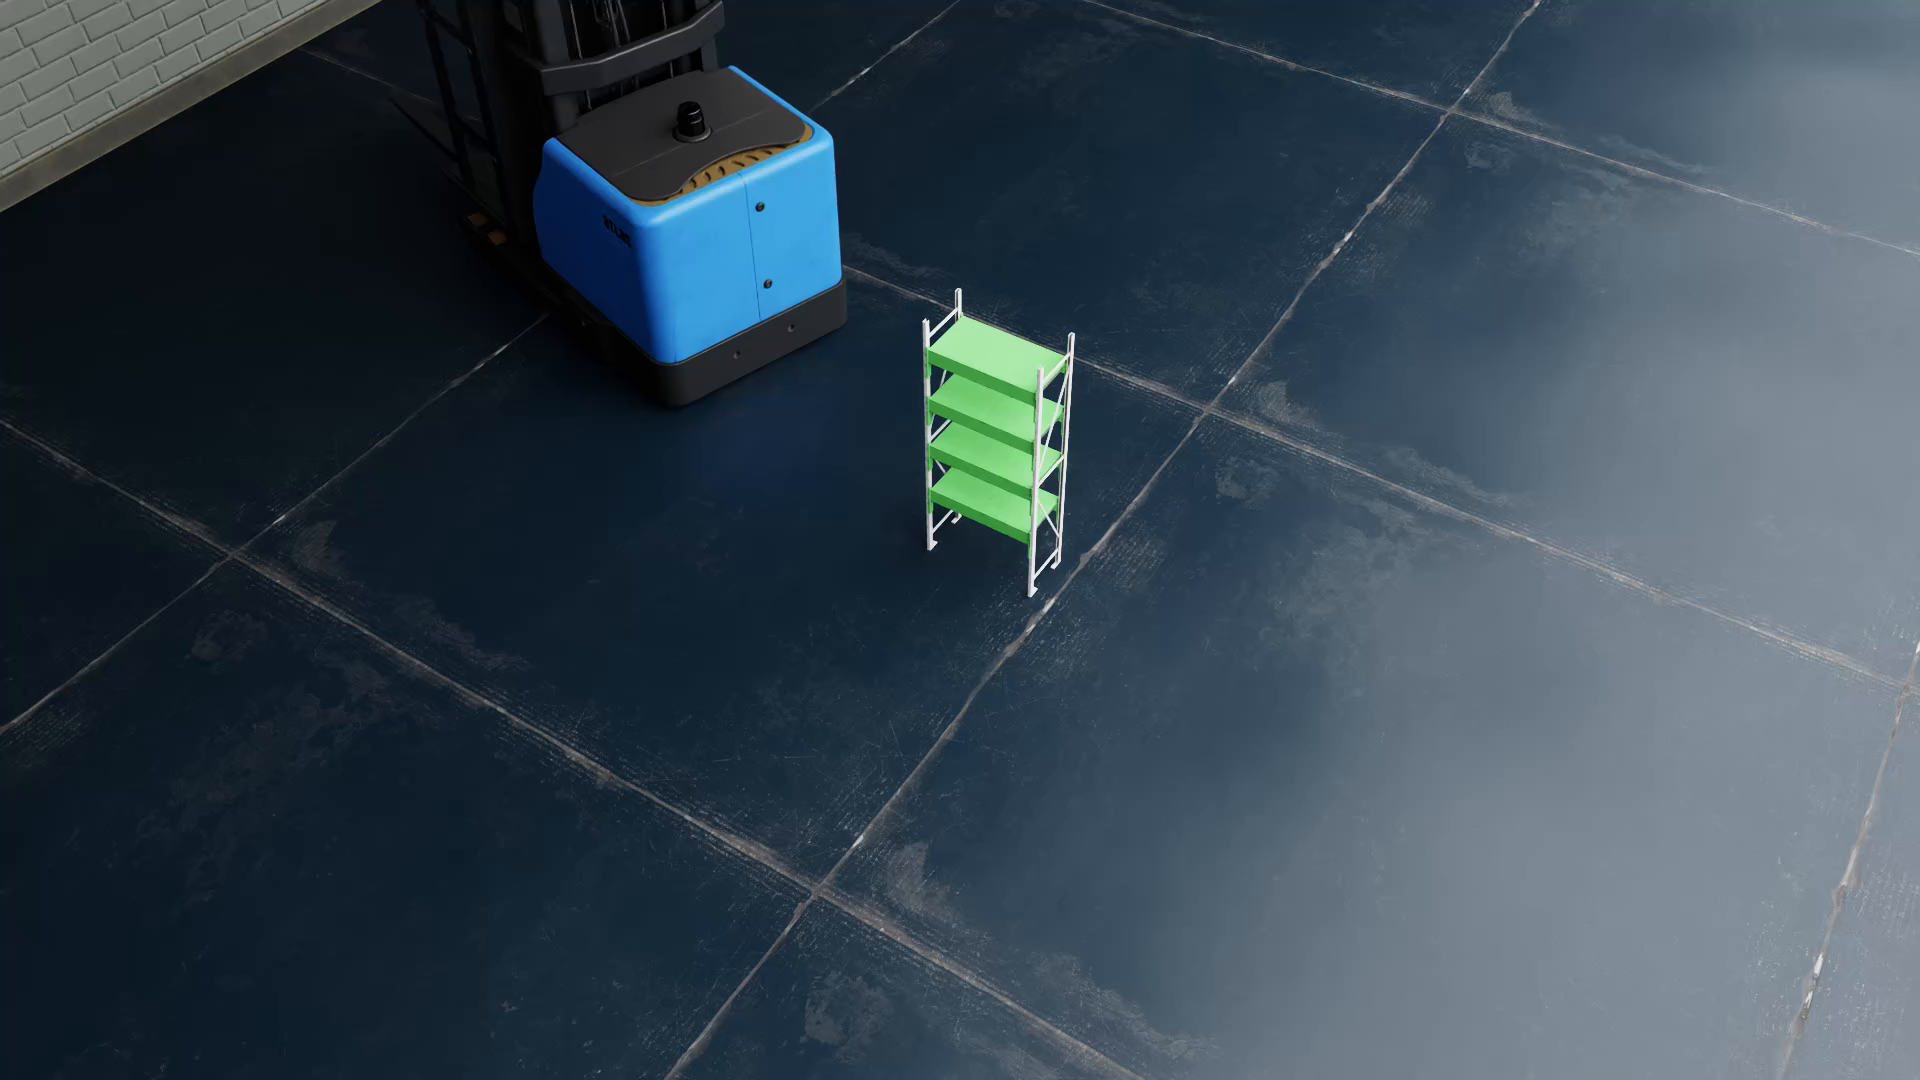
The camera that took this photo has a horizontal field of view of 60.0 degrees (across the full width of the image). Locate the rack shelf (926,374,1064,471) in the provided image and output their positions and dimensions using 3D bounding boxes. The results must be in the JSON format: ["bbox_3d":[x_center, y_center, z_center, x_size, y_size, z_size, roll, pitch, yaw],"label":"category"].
[{"bbox_3d":[0.139,-0.477,6.353,0.480,0.148,0.258,25,51,22],"label":"rack shelf"}]

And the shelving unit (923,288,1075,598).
[{"bbox_3d":[0.139,-0.354,6.479,0.503,1.200,0.258,25,51,22],"label":"shelving unit"}]

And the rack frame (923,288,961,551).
[{"bbox_3d":[-0.066,-0.449,6.571,0.015,1.200,0.240,25,51,22],"label":"rack frame"}]

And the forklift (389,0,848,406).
[{"bbox_3d":[-1.866,-2.611,7.465,1.130,2.935,3.031,-31,53,-27],"label":"forklift"}]

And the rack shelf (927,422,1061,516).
[{"bbox_3d":[0.139,-0.310,6.525,0.480,0.148,0.258,25,51,22],"label":"rack shelf"}]

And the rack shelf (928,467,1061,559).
[{"bbox_3d":[0.139,-0.142,6.697,0.480,0.148,0.258,25,51,22],"label":"rack shelf"}]

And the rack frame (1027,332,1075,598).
[{"bbox_3d":[0.345,-0.260,6.387,0.015,1.200,0.240,25,51,22],"label":"rack frame"}]

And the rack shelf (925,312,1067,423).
[{"bbox_3d":[0.139,-0.644,6.181,0.480,0.148,0.258,25,51,22],"label":"rack shelf"}]
